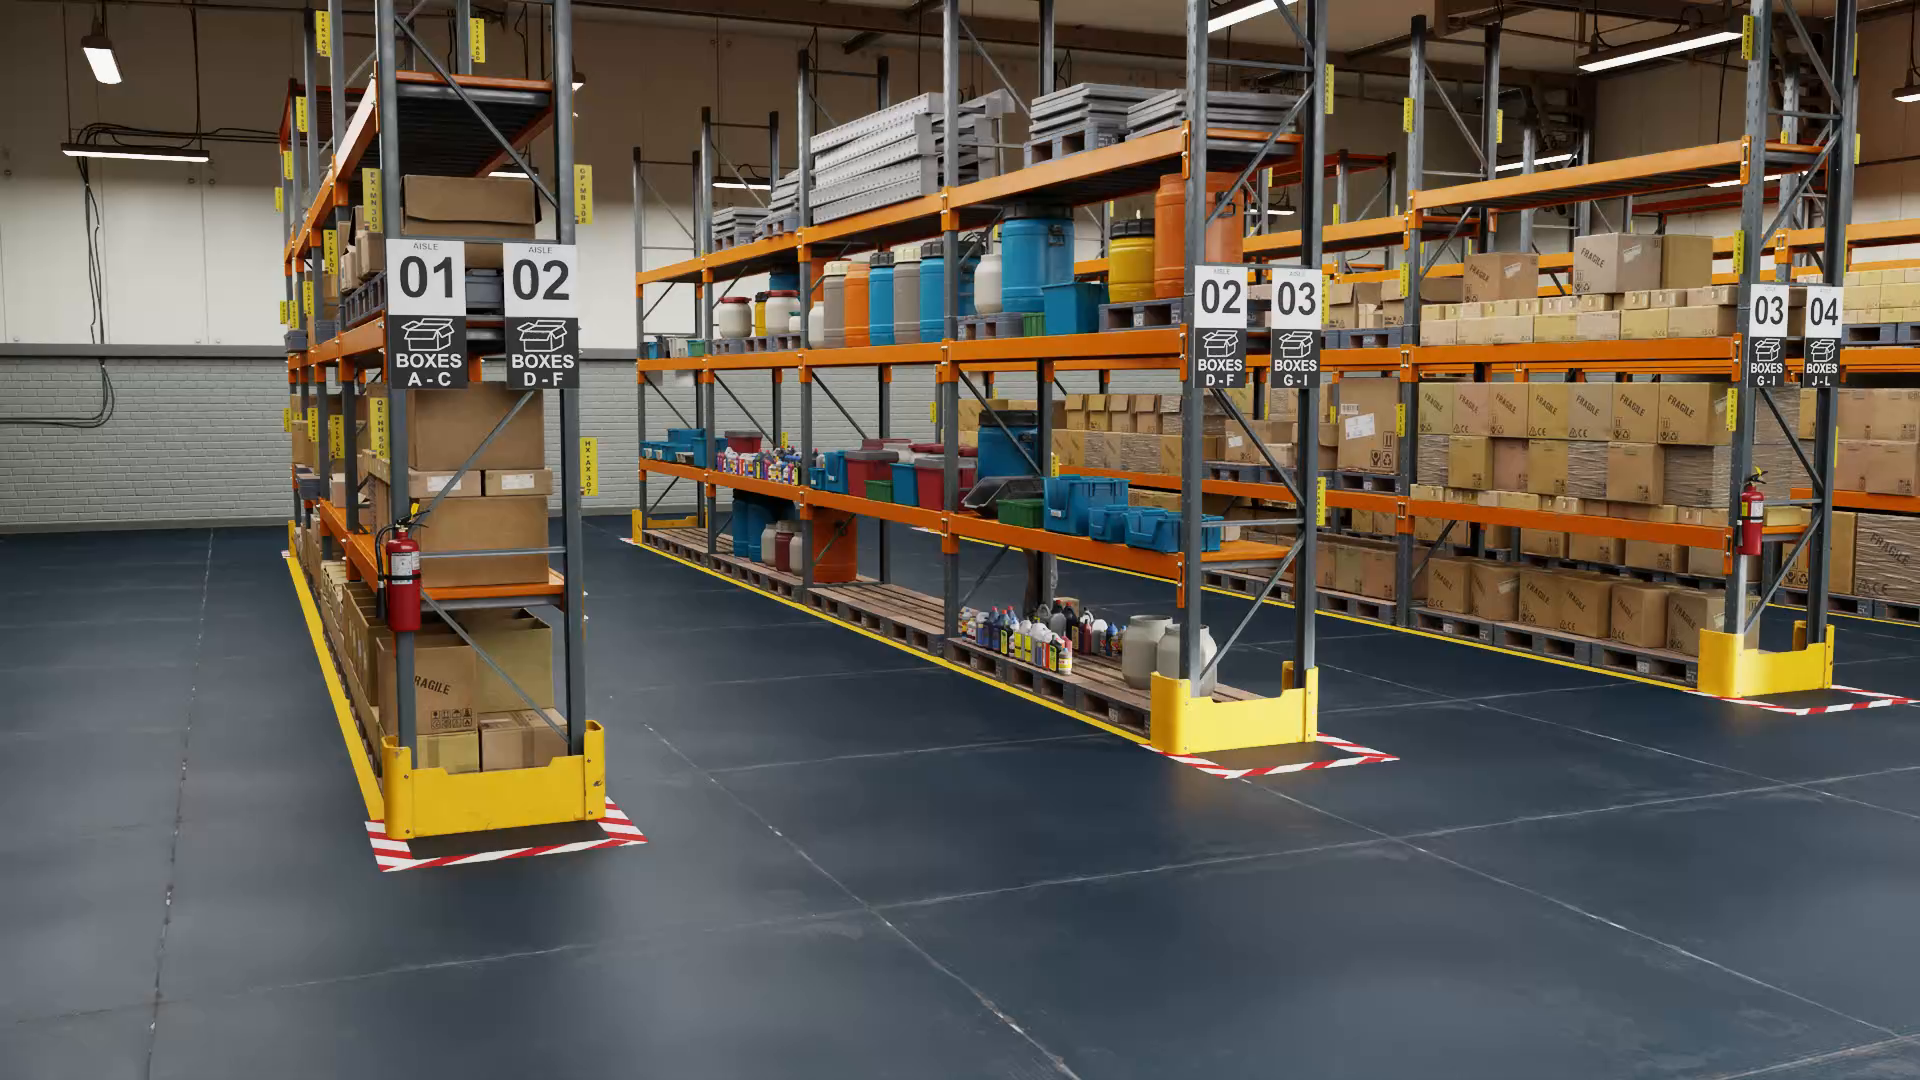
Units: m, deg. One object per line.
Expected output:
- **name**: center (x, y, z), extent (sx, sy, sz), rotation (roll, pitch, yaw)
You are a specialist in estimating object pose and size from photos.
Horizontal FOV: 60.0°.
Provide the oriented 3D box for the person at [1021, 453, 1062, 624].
- **person**: center (0.814, -0.018, 16.804), extent (0.461, 1.771, 0.580), rotation (-2, 6, -23)
